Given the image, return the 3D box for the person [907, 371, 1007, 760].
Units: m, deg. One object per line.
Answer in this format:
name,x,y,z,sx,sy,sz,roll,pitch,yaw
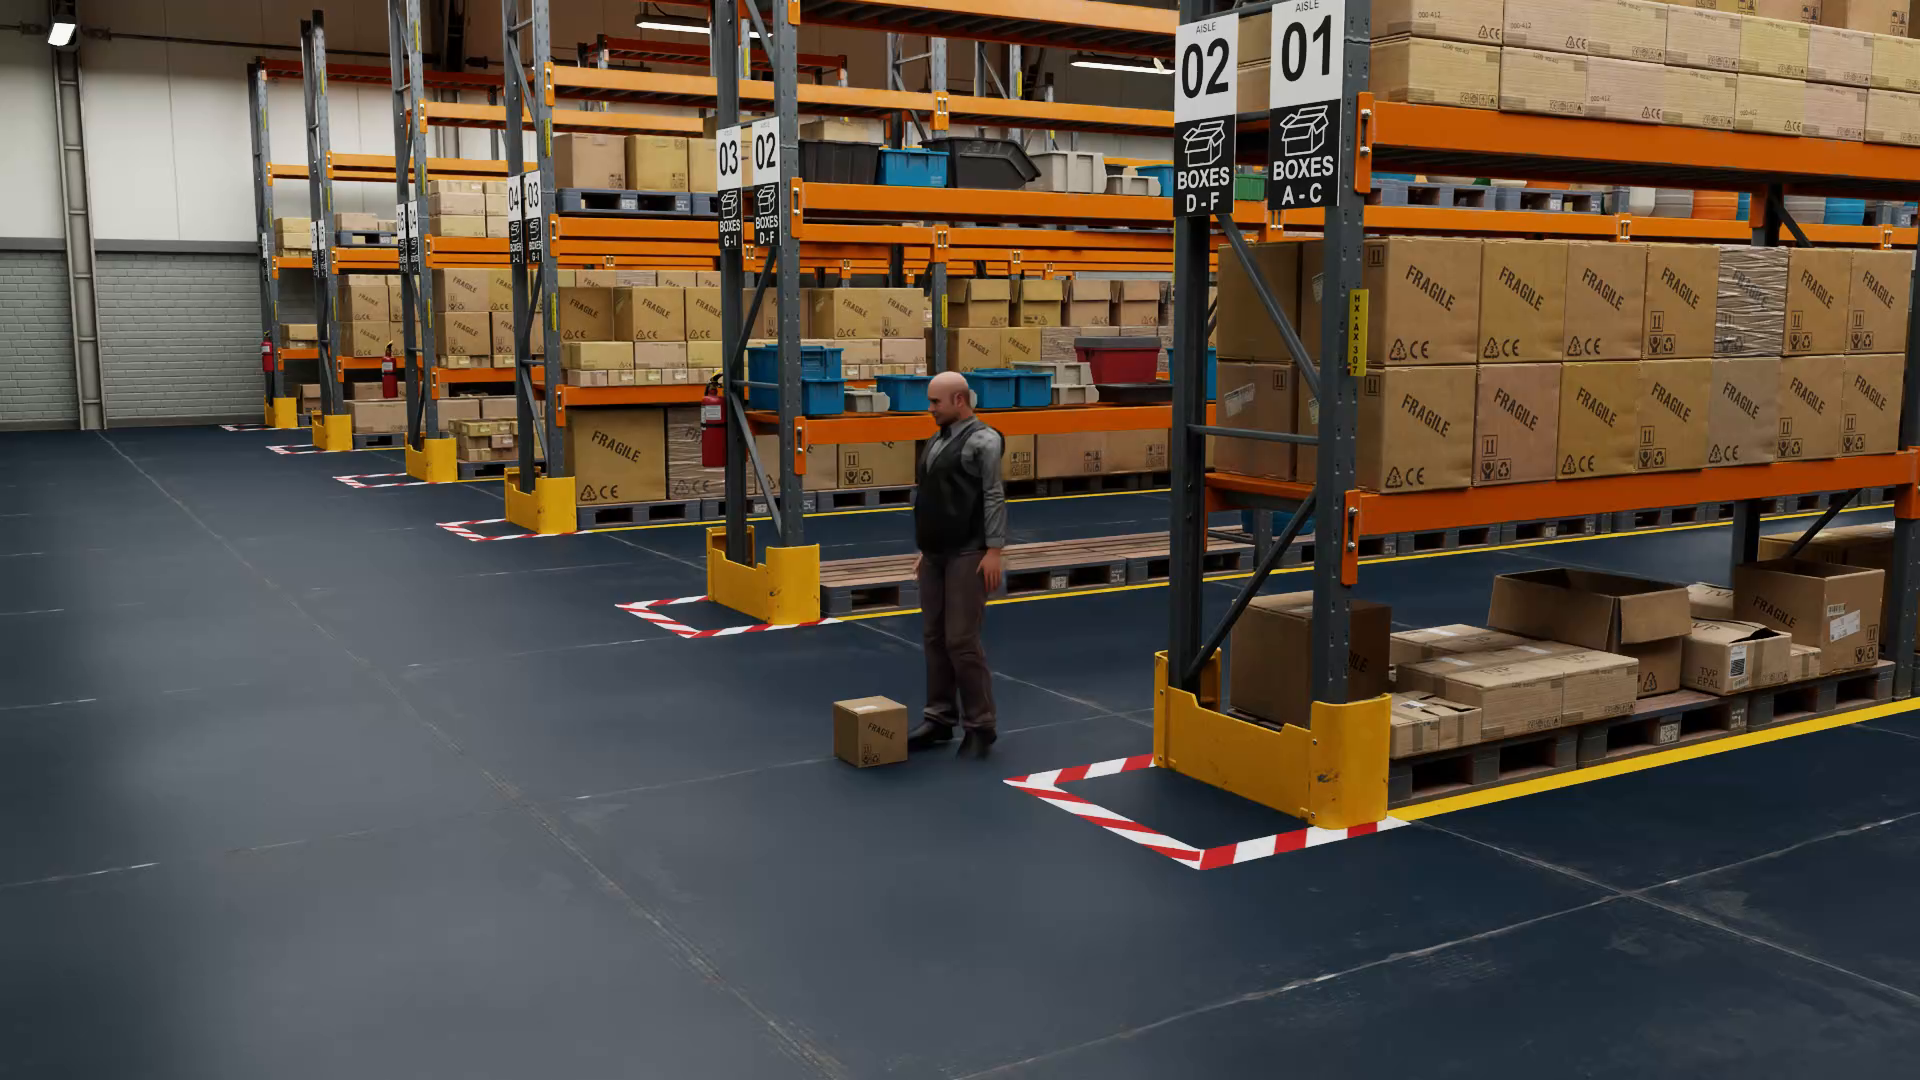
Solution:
person,-0.063,0.128,7.657,0.477,1.798,0.585,-5,10,-32
